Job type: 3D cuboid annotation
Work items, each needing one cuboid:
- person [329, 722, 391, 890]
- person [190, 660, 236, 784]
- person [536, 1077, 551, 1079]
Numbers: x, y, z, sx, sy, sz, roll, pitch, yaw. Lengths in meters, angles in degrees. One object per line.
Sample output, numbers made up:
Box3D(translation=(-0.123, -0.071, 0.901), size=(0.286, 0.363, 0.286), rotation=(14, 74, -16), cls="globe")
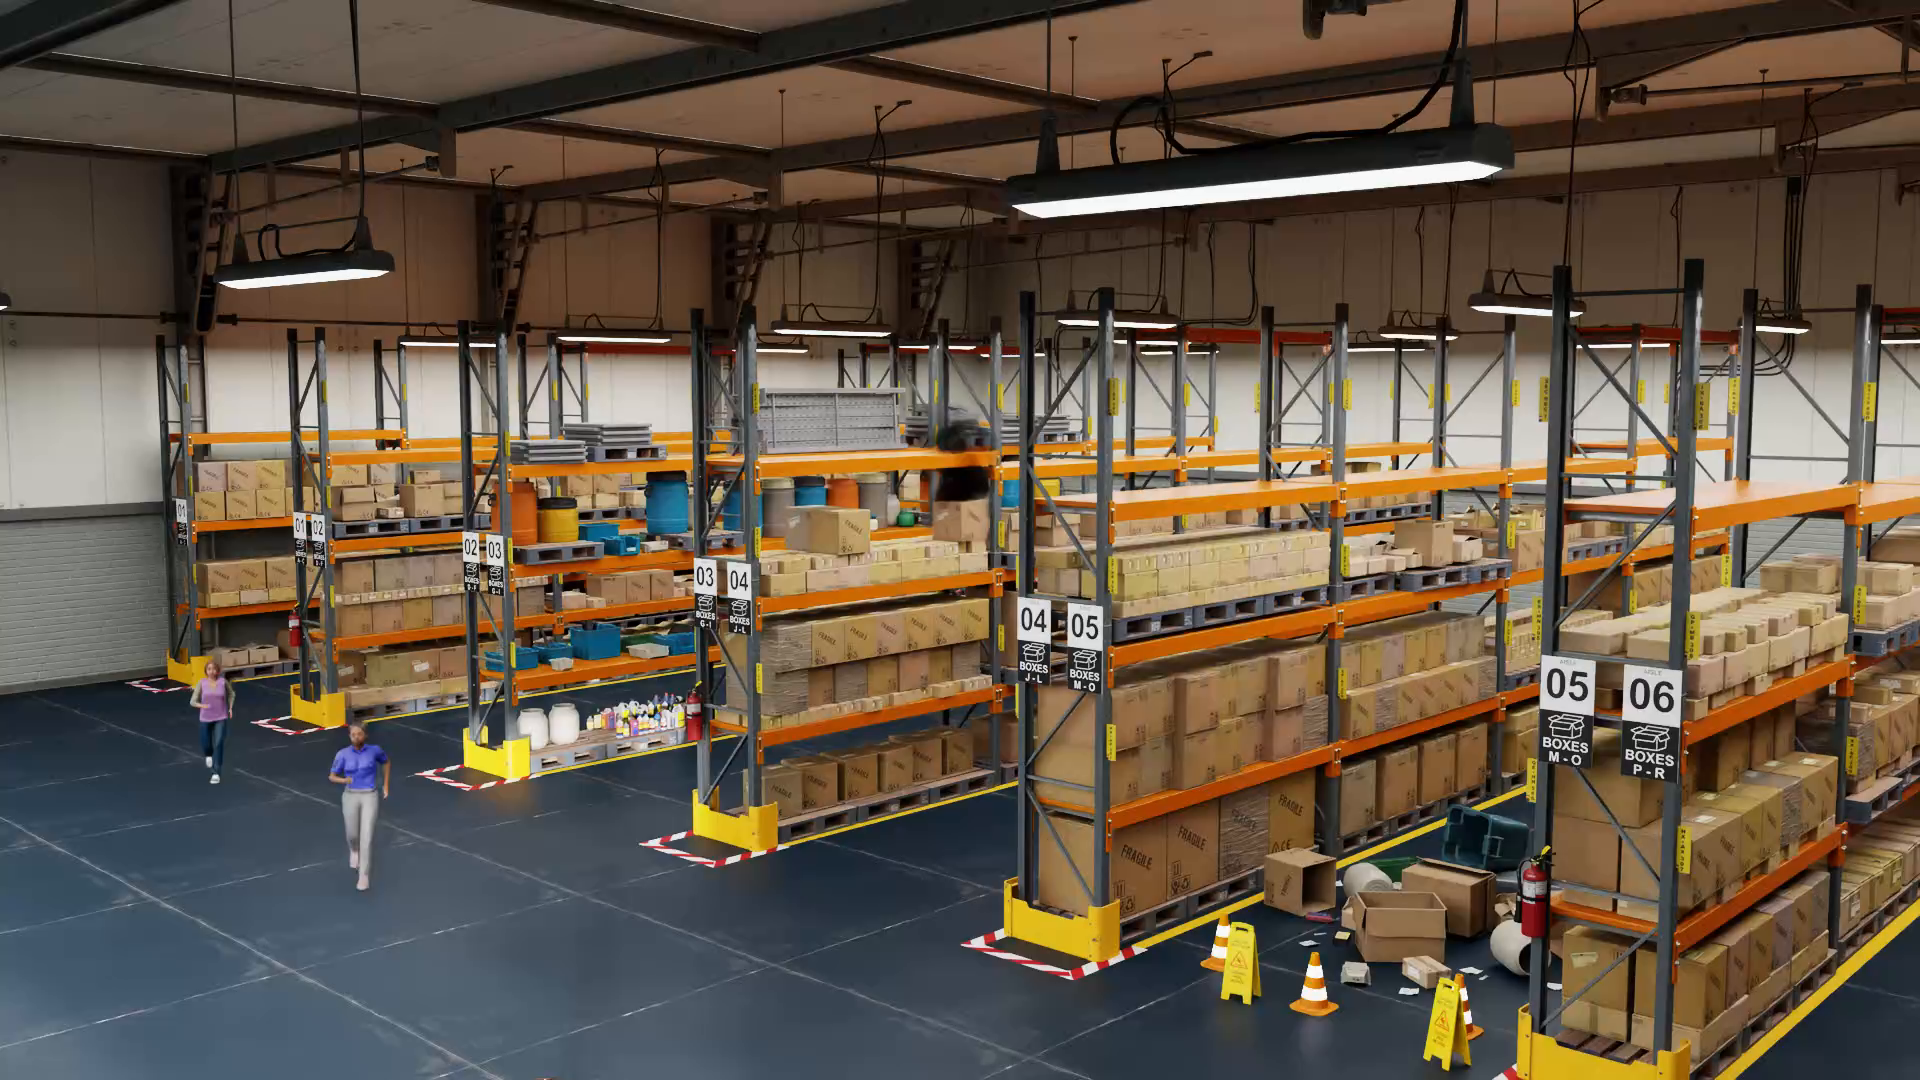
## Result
Box3D(translation=(-6.218, 2.708, 17.256), size=(0.594, 1.628, 0.938), rotation=(-2, 6, -17), cls="person")
Box3D(translation=(-9.719, 2.341, 21.663), size=(0.541, 1.562, 0.763), rotation=(-2, 6, -24), cls="person")
Box3D(translation=(-2.081, 3.552, 8.404), size=(0.547, 1.727, 0.765), rotation=(0, 5, -4), cls="person")
